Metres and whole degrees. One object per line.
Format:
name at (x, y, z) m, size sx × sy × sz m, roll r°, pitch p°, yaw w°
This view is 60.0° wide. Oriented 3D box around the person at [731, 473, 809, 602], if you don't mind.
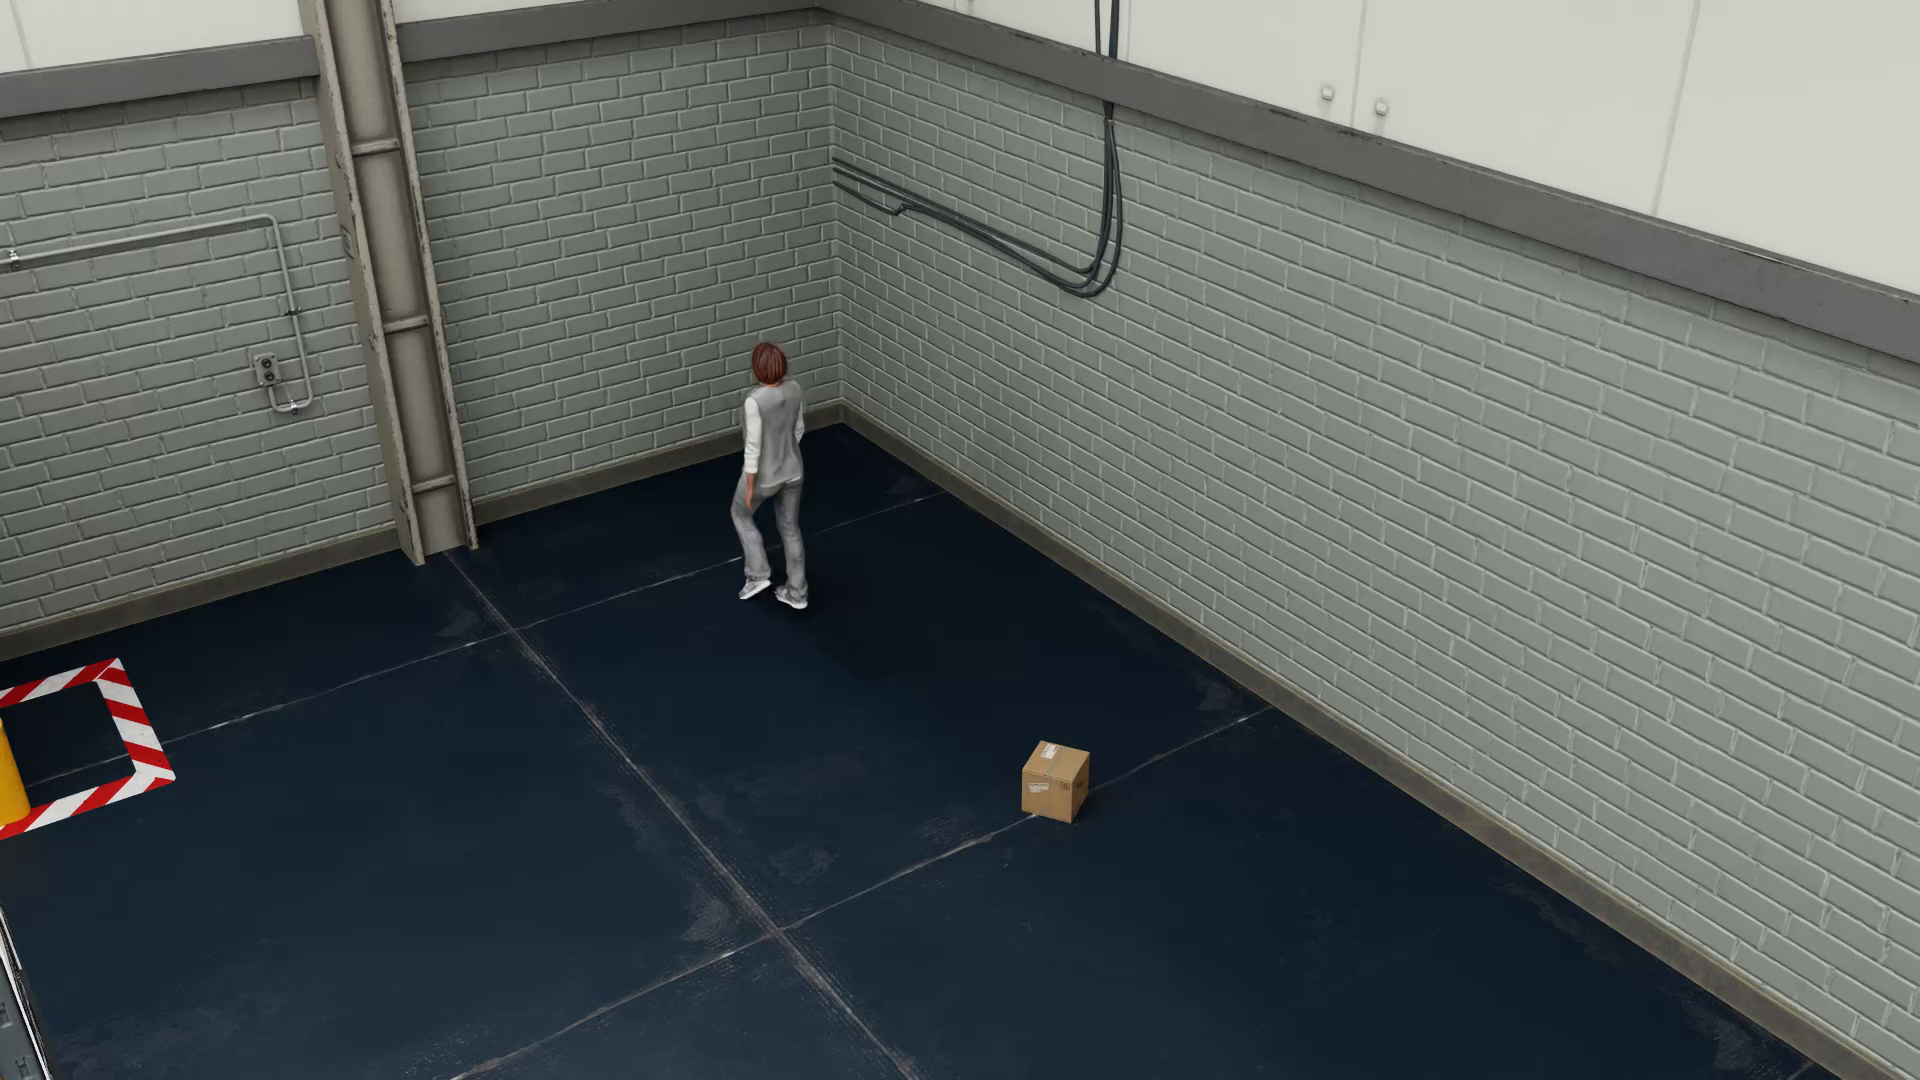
person at (-1.045, -0.096, 9.375) m, size 0.350 × 0.827 × 0.490 m, roll -22°, pitch 36°, yaw -34°
